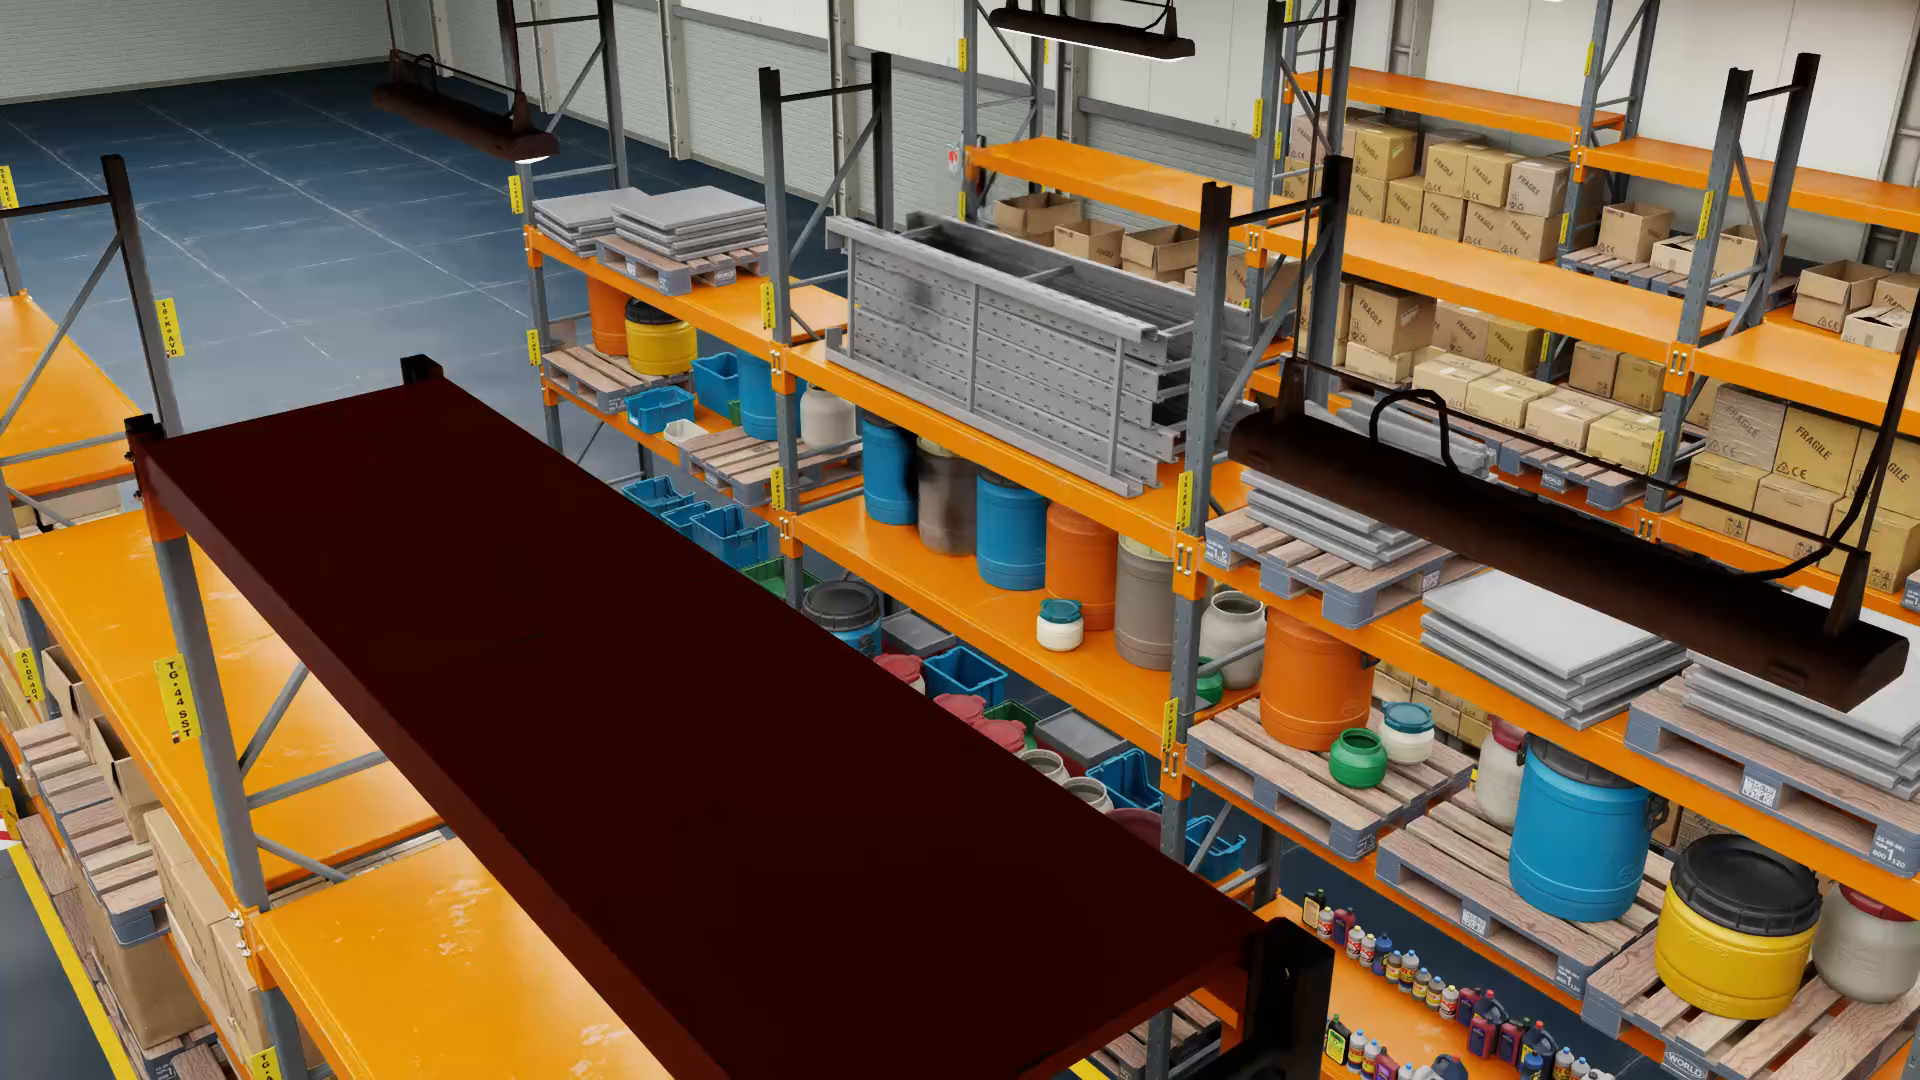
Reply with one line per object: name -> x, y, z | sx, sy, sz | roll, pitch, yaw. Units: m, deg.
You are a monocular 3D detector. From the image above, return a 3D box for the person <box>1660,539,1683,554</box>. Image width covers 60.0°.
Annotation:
person -> 6.262, 0.713, 14.946 | 0.510, 1.642, 0.733 | -22, 33, -37
